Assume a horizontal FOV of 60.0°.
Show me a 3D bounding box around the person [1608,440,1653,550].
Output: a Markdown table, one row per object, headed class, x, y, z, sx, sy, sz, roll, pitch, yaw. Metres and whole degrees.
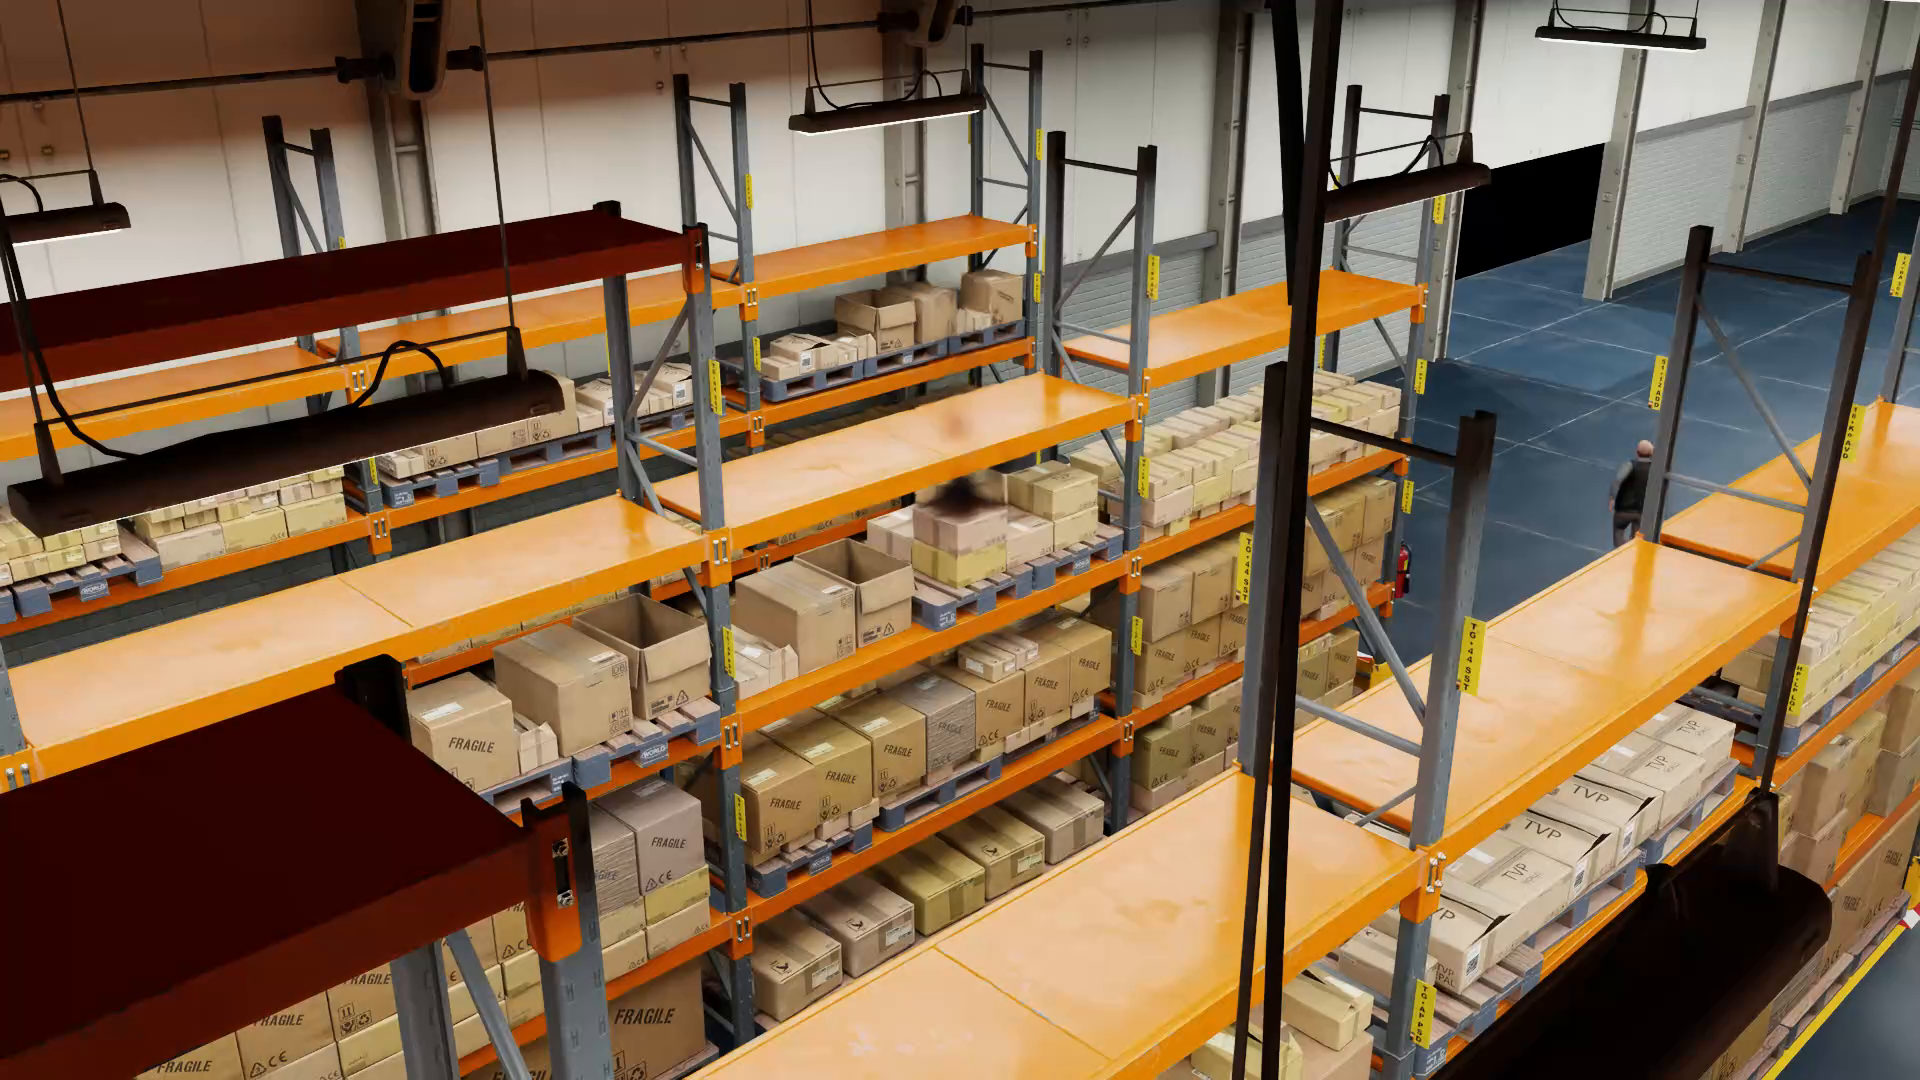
| class | x | y | z | sx | sy | sz | roll | pitch | yaw |
| --- | --- | --- | --- | --- | --- | --- | --- | --- | --- |
| person | 7.828 | -0.282 | 19.315 | 0.678 | 1.761 | 0.850 | 4 | 23 | 10 |
